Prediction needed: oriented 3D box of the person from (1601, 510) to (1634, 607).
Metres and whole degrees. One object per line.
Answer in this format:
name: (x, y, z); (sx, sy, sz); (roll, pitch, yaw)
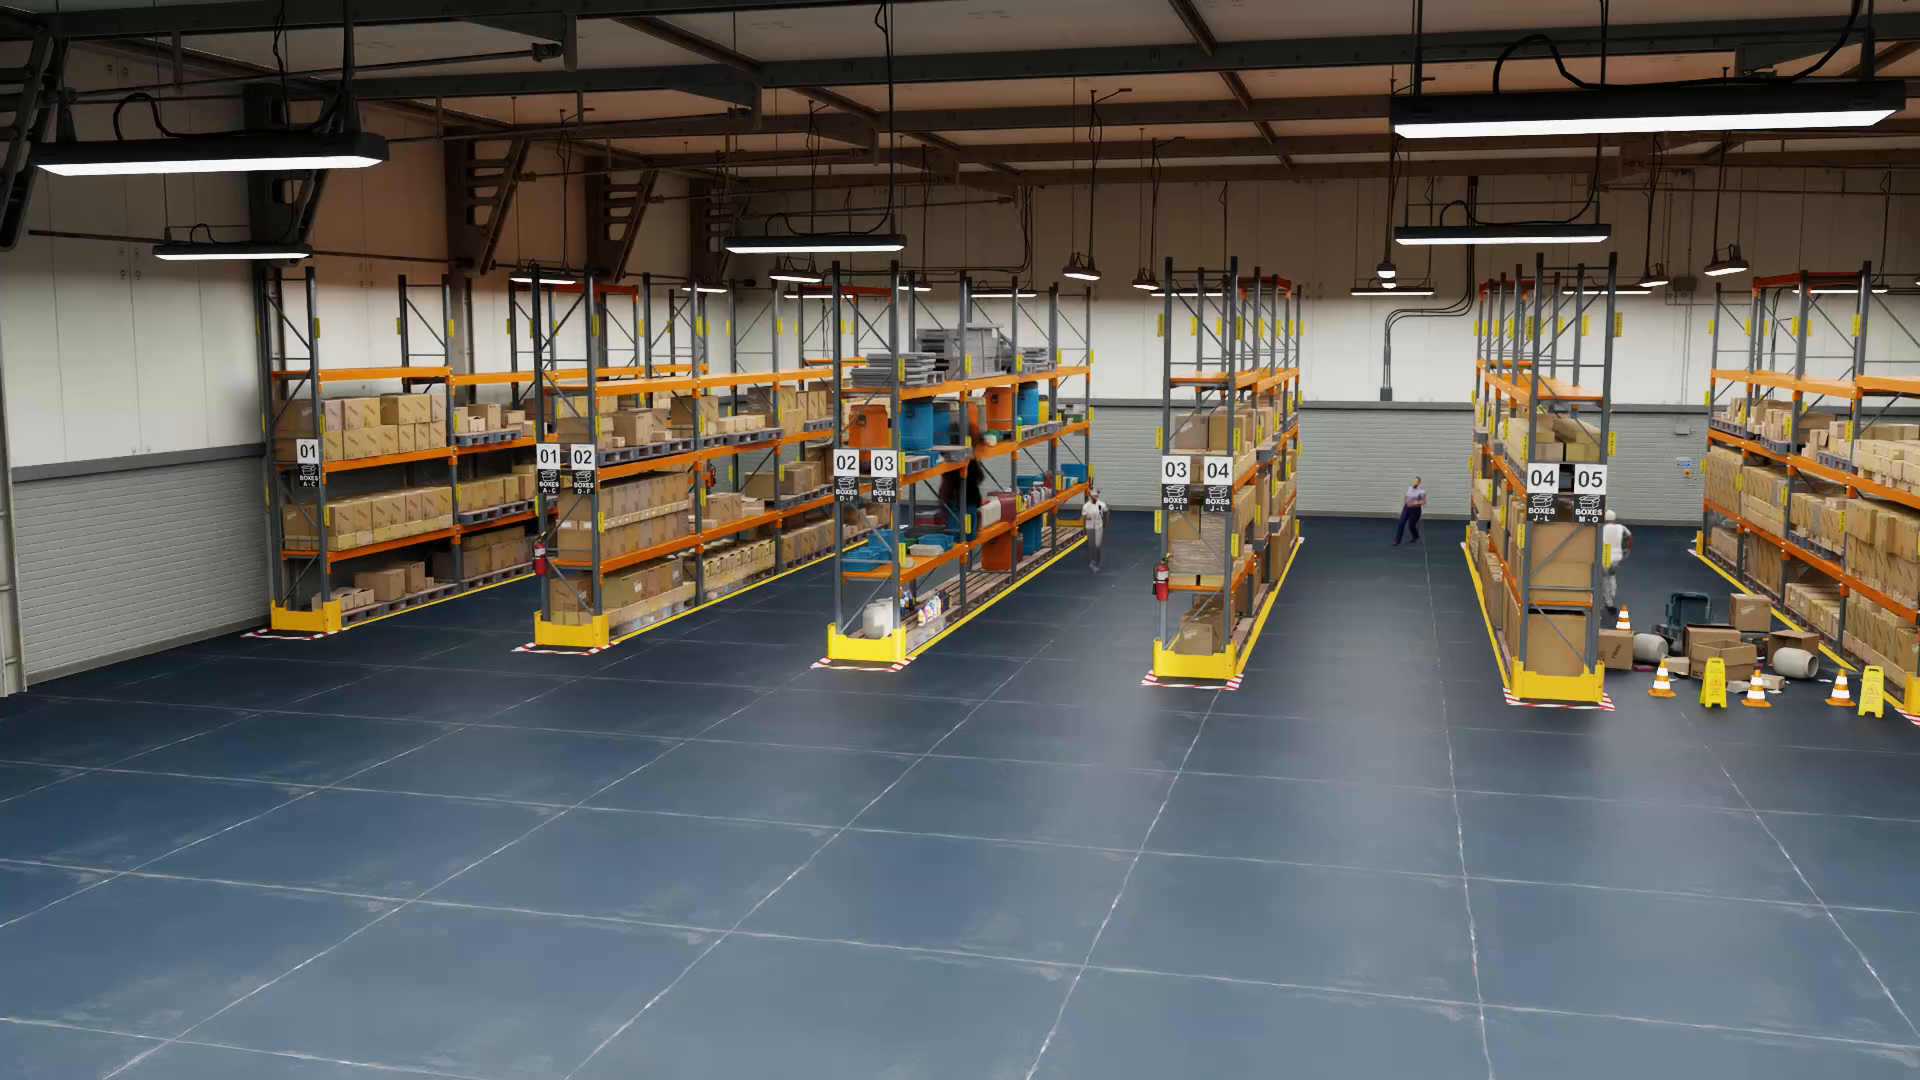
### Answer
person: (11.721, 0.333, 30.003); (0.716, 1.745, 0.727); (1, 7, 8)

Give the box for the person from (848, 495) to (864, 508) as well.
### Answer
person: (-2.693, -1.260, 43.371); (0.641, 1.541, 0.516); (1, 7, 9)

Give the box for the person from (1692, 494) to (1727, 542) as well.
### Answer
person: (17.597, -0.735, 38.835); (0.887, 1.594, 0.541); (0, 7, 3)

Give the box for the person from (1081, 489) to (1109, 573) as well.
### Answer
person: (2.795, -0.196, 34.463); (0.543, 1.744, 0.831); (1, 7, 11)

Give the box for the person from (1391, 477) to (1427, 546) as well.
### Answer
person: (10.425, -0.661, 38.293); (0.674, 1.606, 0.849); (6, 10, 40)
